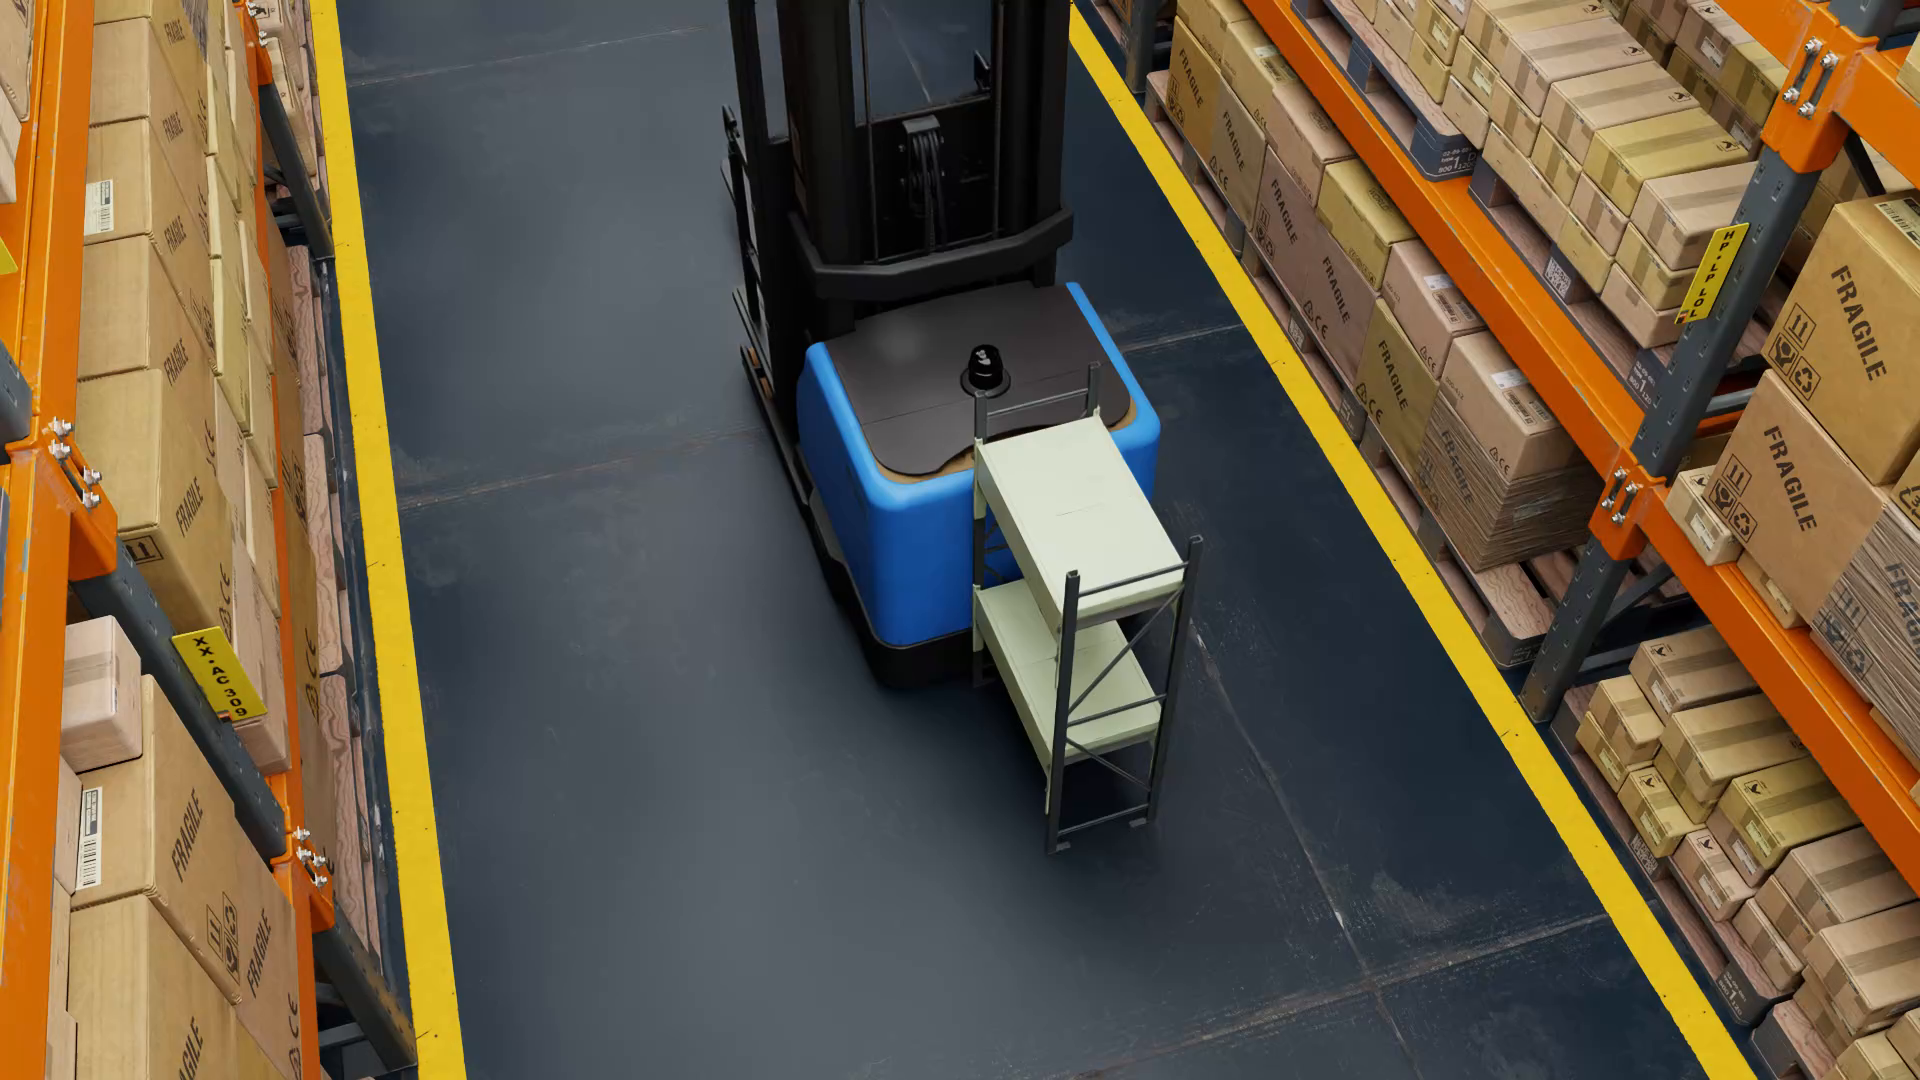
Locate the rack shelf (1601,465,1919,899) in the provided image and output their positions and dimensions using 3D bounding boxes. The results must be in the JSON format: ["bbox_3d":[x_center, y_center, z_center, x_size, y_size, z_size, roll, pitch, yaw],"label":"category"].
[{"bbox_3d":[3.114,1.234,4.008,1.077,0.370,4.000,-13,51,-11],"label":"rack shelf"}]

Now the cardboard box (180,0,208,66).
[{"bbox_3d":[-2.797,-1.850,5.418,0.500,0.500,0.500,-13,51,-10],"label":"cardboard box"}]

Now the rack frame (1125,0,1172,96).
[{"bbox_3d":[1.340,-3.380,7.427,1.000,3.000,0.127,-13,51,-11],"label":"rack frame"}]

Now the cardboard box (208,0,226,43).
[{"bbox_3d":[-2.973,-2.003,6.038,0.500,0.250,0.500,-13,51,-11],"label":"cardboard box"}]

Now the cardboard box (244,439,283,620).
[{"bbox_3d":[-2.208,0.024,4.655,0.500,0.250,0.500,-14,51,-12],"label":"cardboard box"}]

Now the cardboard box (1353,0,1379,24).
[{"bbox_3d":[1.673,-2.094,6.233,0.380,0.149,0.250,-13,51,-10],"label":"cardboard box"}]

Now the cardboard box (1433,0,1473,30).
[{"bbox_3d":[1.833,-1.906,5.685,0.380,0.149,0.250,-15,52,-13],"label":"cardboard box"}]

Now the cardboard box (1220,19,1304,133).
[{"bbox_3d":[1.463,-2.023,7.153,0.500,0.250,0.500,-14,51,-11],"label":"cardboard box"}]

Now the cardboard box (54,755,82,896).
[{"bbox_3d":[-1.807,0.541,2.978,0.380,0.149,0.250,-12,51,-10],"label":"cardboard box"}]

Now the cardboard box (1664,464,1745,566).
[{"bbox_3d":[2.294,-0.097,4.823,0.380,0.149,0.250,-12,51,-10],"label":"cardboard box"}]

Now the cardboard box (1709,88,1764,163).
[{"bbox_3d":[2.690,-1.378,5.434,0.380,0.149,0.250,-12,51,-10],"label":"cardboard box"}]

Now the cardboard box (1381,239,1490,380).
[{"bbox_3d":[1.922,-0.895,6.202,0.500,0.250,0.500,-11,51,-9],"label":"cardboard box"}]

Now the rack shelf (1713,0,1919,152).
[{"bbox_3d":[1.931,-2.654,5.324,1.077,0.370,4.000,-13,51,-11],"label":"rack shelf"}]

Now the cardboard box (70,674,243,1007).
[{"bbox_3d":[-1.773,0.662,3.300,0.500,0.500,0.500,-14,51,-11],"label":"cardboard box"}]

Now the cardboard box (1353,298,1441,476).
[{"bbox_3d":[1.912,-0.646,6.483,0.500,0.500,0.500,-14,51,-12],"label":"cardboard box"}]

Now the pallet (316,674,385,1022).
[{"bbox_3d":[-2.476,1.087,5.485,1.003,0.211,1.213,-13,51,-11],"label":"pallet"}]

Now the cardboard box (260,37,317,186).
[{"bbox_3d":[-3.516,-1.890,7.615,0.950,0.372,0.625,-16,52,-13],"label":"cardboard box"}]

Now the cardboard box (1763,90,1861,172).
[{"bbox_3d":[2.757,-1.299,5.173,0.380,0.149,0.250,-12,51,-10],"label":"cardboard box"}]

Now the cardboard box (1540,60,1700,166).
[{"bbox_3d":[2.063,-1.339,5.207,0.380,0.149,0.250,-15,51,-12],"label":"cardboard box"}]

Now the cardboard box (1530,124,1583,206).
[{"bbox_3d":[2.067,-1.229,5.309,0.380,0.149,0.250,-11,51,-9],"label":"cardboard box"}]

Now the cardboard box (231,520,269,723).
[{"bbox_3d":[-2.037,0.237,4.149,0.500,0.250,0.500,-15,51,-12],"label":"cardboard box"}]

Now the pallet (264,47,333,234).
[{"bbox_3d":[-3.589,-1.859,7.969,1.003,0.211,1.213,-13,51,-11],"label":"pallet"}]

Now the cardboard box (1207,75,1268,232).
[{"bbox_3d":[1.457,-1.769,7.429,0.500,0.500,0.500,-13,51,-11],"label":"cardboard box"}]

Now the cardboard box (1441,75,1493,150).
[{"bbox_3d":[1.905,-1.515,5.745,0.380,0.149,0.250,-15,52,-13],"label":"cardboard box"}]

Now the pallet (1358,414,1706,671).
[{"bbox_3d":[2.291,-0.128,6.509,1.003,0.211,1.213,-13,51,-11],"label":"pallet"}]

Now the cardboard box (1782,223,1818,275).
[{"bbox_3d":[2.846,-0.904,5.230,0.380,0.149,0.250,-16,52,-13],"label":"cardboard box"}]

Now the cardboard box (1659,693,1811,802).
[{"bbox_3d":[2.452,0.646,5.234,0.380,0.149,0.250,-11,51,-9],"label":"cardboard box"}]

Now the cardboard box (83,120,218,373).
[{"bbox_3d":[-2.354,-0.738,4.481,0.500,0.500,0.500,-14,51,-12],"label":"cardboard box"}]

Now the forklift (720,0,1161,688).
[{"bbox_3d":[-0.288,-1.566,5.943,1.130,2.935,3.031,-15,52,-12],"label":"forklift"}]

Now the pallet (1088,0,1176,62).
[{"bbox_3d":[1.179,-3.074,8.993,1.003,0.211,1.213,-13,51,-11],"label":"pallet"}]

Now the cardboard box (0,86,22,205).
[{"bbox_3d":[-1.990,-0.769,3.077,0.396,0.266,0.258,-14,51,-11],"label":"cardboard box"}]

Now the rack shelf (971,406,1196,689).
[{"bbox_3d":[0.357,0.012,5.038,0.431,0.370,0.720,-15,52,-12],"label":"rack shelf"}]

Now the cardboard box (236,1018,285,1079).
[{"bbox_3d":[-1.637,1.358,3.368,0.500,0.500,0.500,-14,51,-12],"label":"cardboard box"}]

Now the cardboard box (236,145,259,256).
[{"bbox_3d":[-2.662,-1.087,5.592,0.500,0.250,0.500,-14,51,-11],"label":"cardboard box"}]

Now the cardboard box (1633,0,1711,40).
[{"bbox_3d":[2.536,-1.856,5.643,0.380,0.149,0.250,-14,51,-11],"label":"cardboard box"}]

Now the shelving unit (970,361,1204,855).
[{"bbox_3d":[0.357,0.264,5.336,0.431,1.500,0.755,-15,52,-12],"label":"shelving unit"}]

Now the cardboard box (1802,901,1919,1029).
[{"bbox_3d":[2.670,1.210,4.759,0.380,0.149,0.250,-12,51,-10],"label":"cardboard box"}]

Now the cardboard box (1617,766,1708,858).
[{"bbox_3d":[2.402,0.858,5.444,0.380,0.149,0.250,-12,51,-10],"label":"cardboard box"}]

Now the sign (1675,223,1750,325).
[{"bbox_3d":[1.994,-0.703,4.414,0.100,0.325,0.005,-13,51,-11],"label":"sign"}]

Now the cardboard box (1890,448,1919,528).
[{"bbox_3d":[2.591,-0.149,3.789,0.500,0.500,0.500,-15,51,-12],"label":"cardboard box"}]

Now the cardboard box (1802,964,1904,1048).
[{"bbox_3d":[2.727,1.305,4.873,0.380,0.149,0.250,-11,51,-9],"label":"cardboard box"}]

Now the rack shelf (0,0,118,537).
[{"bbox_3d":[-2.767,-1.461,4.318,1.077,0.370,4.000,-13,51,-11],"label":"rack shelf"}]

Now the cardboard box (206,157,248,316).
[{"bbox_3d":[-2.493,-0.881,5.092,0.500,0.250,0.500,-15,51,-12],"label":"cardboard box"}]

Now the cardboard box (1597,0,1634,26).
[{"bbox_3d":[2.453,-1.958,5.923,0.380,0.149,0.250,-14,51,-12],"label":"cardboard box"}]

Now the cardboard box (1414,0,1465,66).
[{"bbox_3d":[1.823,-1.817,5.804,0.380,0.149,0.250,-13,51,-11],"label":"cardboard box"}]

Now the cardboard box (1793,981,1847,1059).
[{"bbox_3d":[2.761,1.391,4.995,0.380,0.149,0.250,-15,52,-13],"label":"cardboard box"}]

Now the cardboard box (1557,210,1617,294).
[{"bbox_3d":[2.139,-0.948,5.266,0.380,0.149,0.250,-13,51,-11],"label":"cardboard box"}]

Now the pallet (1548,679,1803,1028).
[{"bbox_3d":[2.755,0.923,5.624,1.003,0.211,1.213,-13,51,-11],"label":"pallet"}]

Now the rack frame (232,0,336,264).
[{"bbox_3d":[-3.359,-2.187,6.421,1.000,3.000,0.127,-13,51,-11],"label":"rack frame"}]

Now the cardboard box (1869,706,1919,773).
[{"bbox_3d":[2.645,0.458,4.356,0.380,0.149,0.250,-15,52,-13],"label":"cardboard box"}]

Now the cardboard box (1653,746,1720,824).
[{"bbox_3d":[2.485,0.731,5.357,0.380,0.149,0.250,-13,51,-11],"label":"cardboard box"}]

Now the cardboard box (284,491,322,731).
[{"bbox_3d":[-2.710,0.191,5.531,0.875,0.875,0.875,-12,51,-10],"label":"cardboard box"}]
